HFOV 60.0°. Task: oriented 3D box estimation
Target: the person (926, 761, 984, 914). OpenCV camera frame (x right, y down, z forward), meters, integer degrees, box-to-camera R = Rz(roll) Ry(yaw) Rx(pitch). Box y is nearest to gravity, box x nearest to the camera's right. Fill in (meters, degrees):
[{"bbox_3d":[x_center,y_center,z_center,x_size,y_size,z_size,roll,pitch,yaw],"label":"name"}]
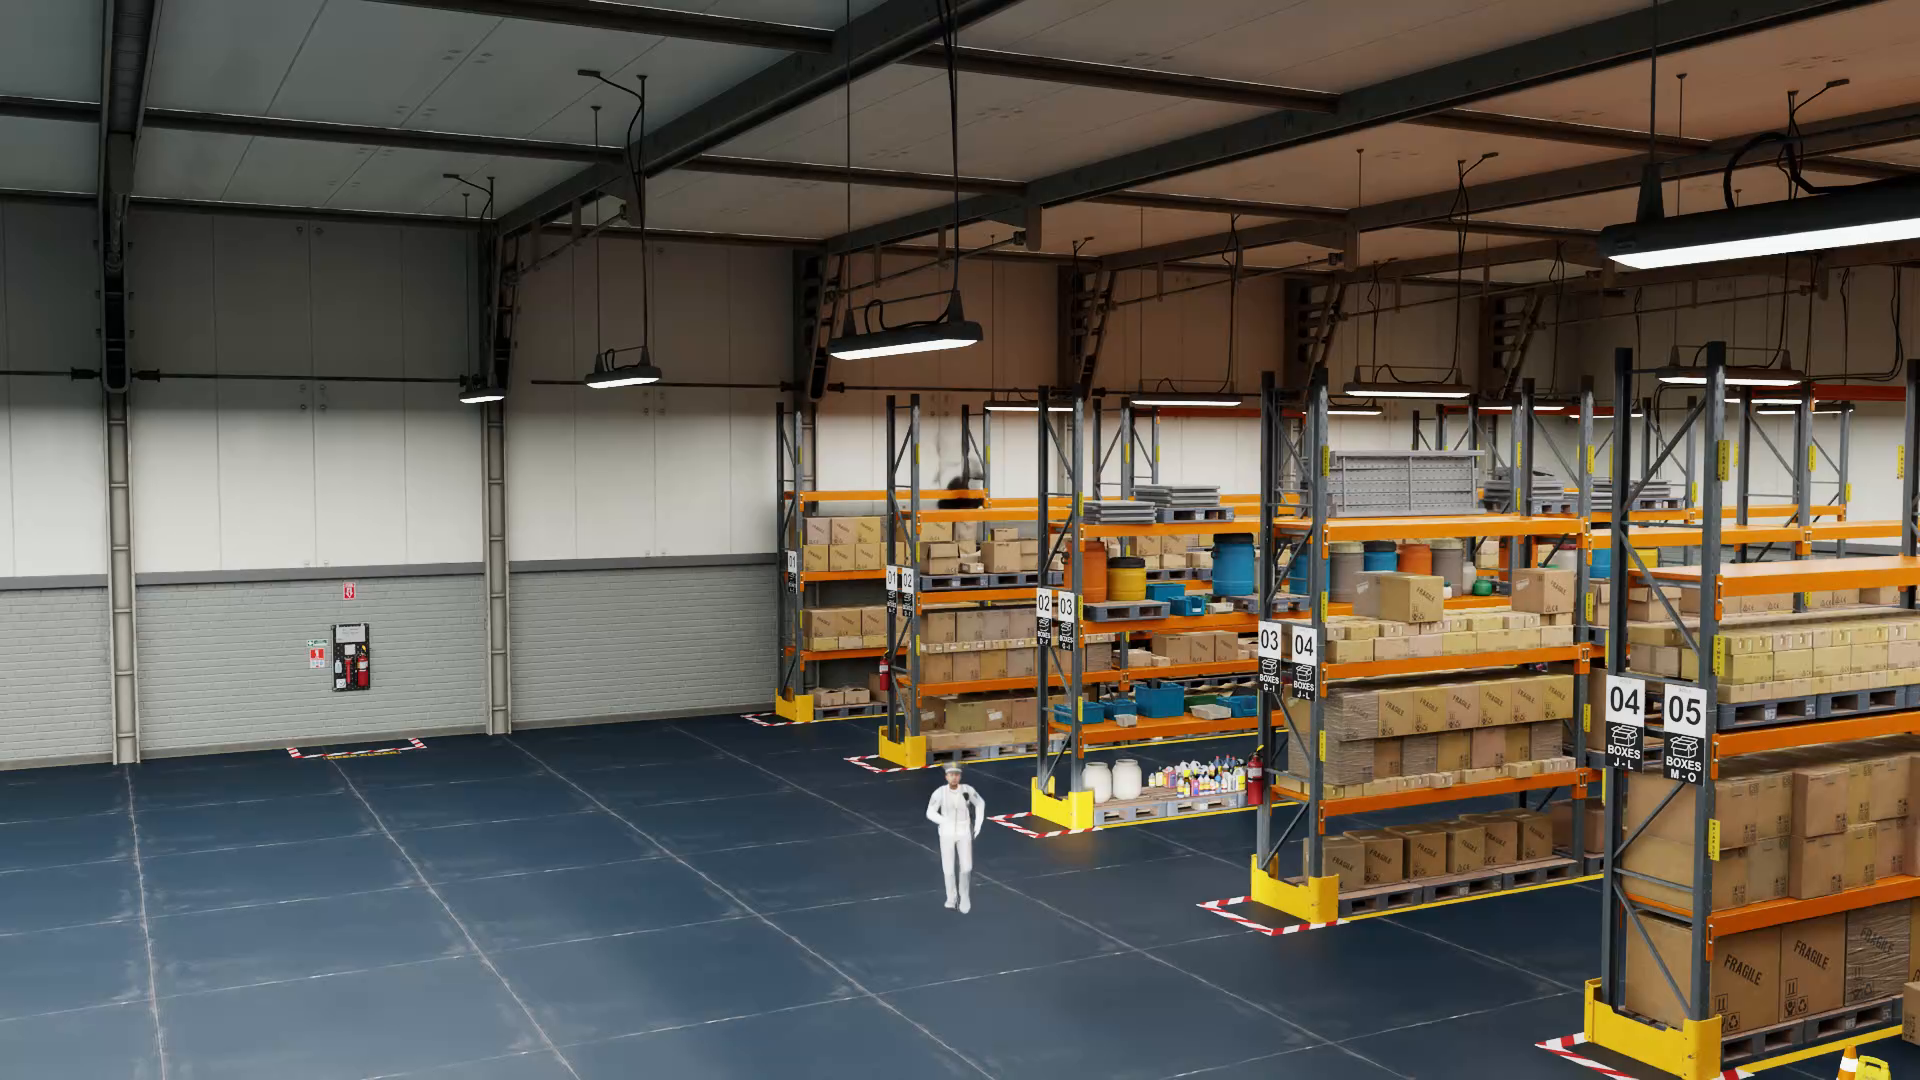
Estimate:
[{"bbox_3d":[-0.048,3.280,18.334,0.648,1.694,0.649,0,3,-2],"label":"person"}]
